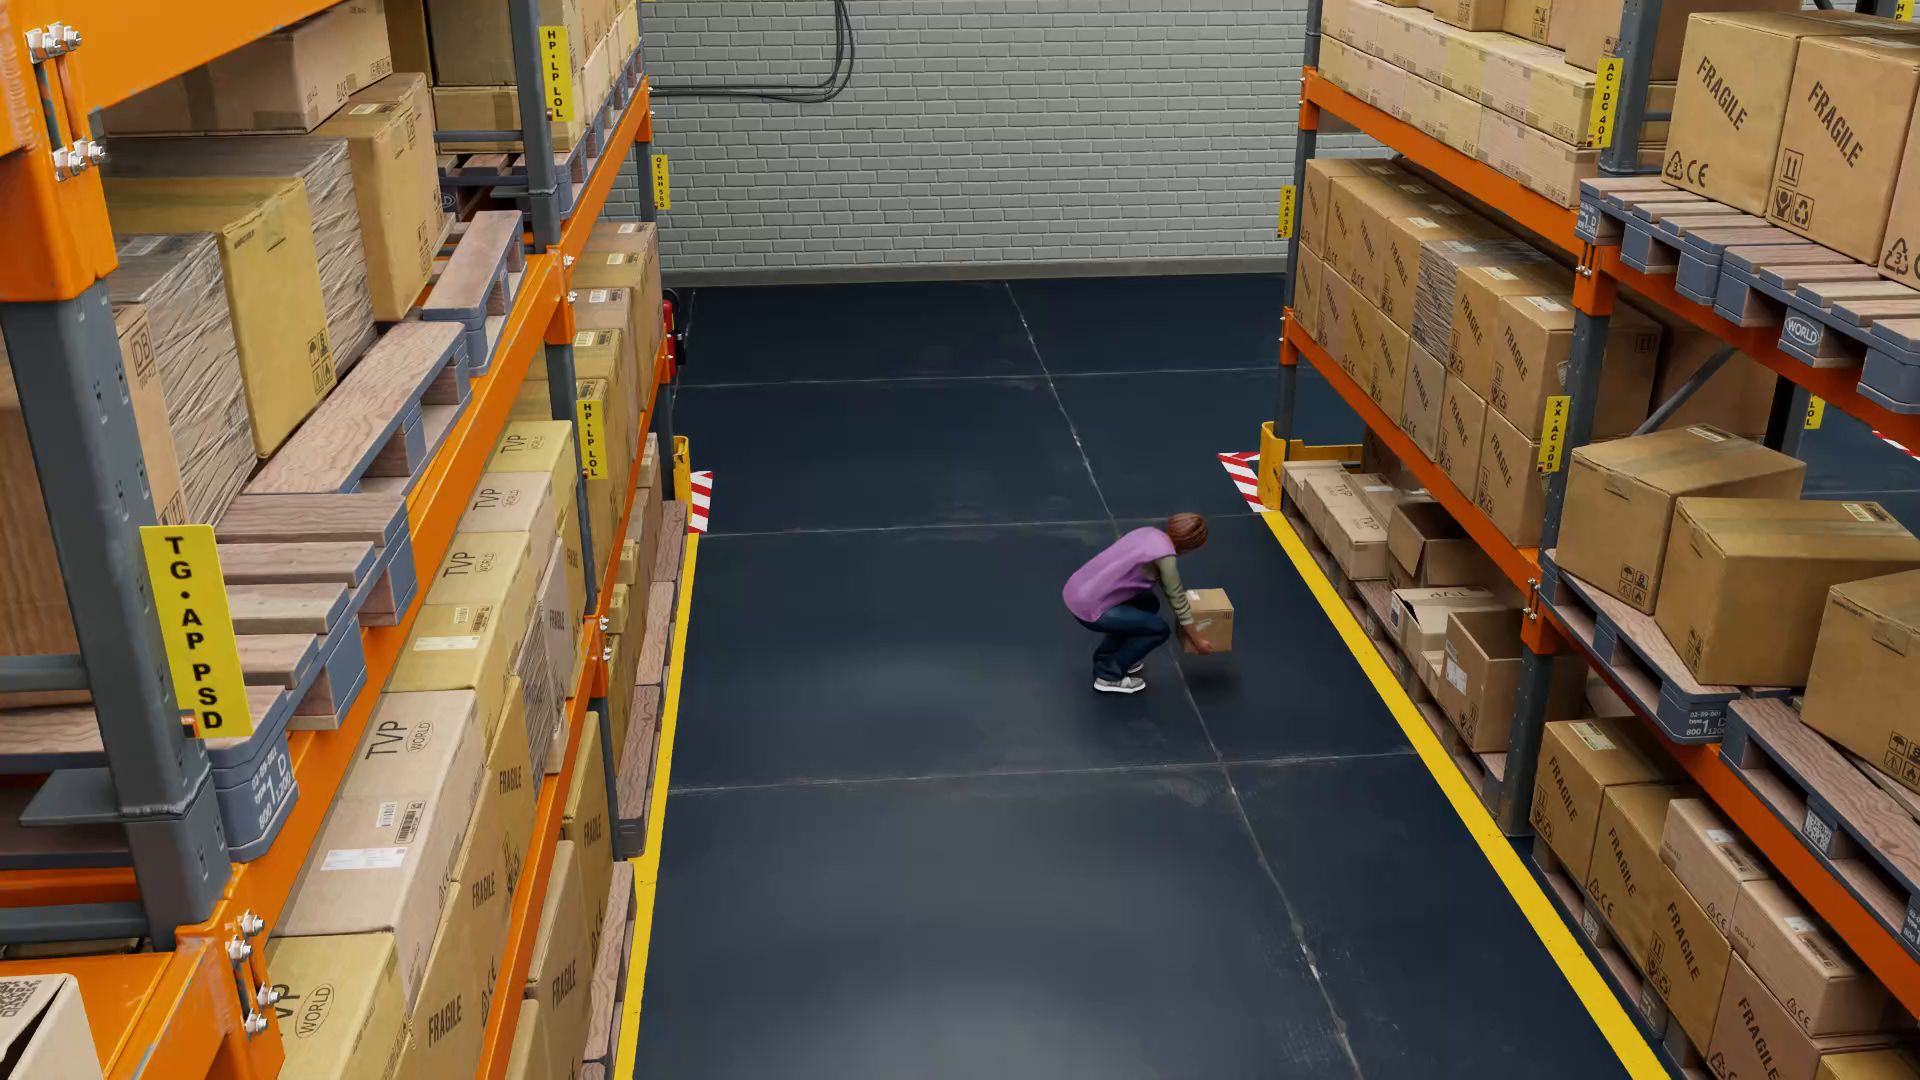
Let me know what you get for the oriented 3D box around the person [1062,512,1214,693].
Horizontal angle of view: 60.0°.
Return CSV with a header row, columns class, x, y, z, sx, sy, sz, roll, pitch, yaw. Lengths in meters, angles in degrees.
class,x,y,z,sx,sy,sz,roll,pitch,yaw
person,0.927,0.311,8.738,0.797,0.931,0.449,-2,24,-5
